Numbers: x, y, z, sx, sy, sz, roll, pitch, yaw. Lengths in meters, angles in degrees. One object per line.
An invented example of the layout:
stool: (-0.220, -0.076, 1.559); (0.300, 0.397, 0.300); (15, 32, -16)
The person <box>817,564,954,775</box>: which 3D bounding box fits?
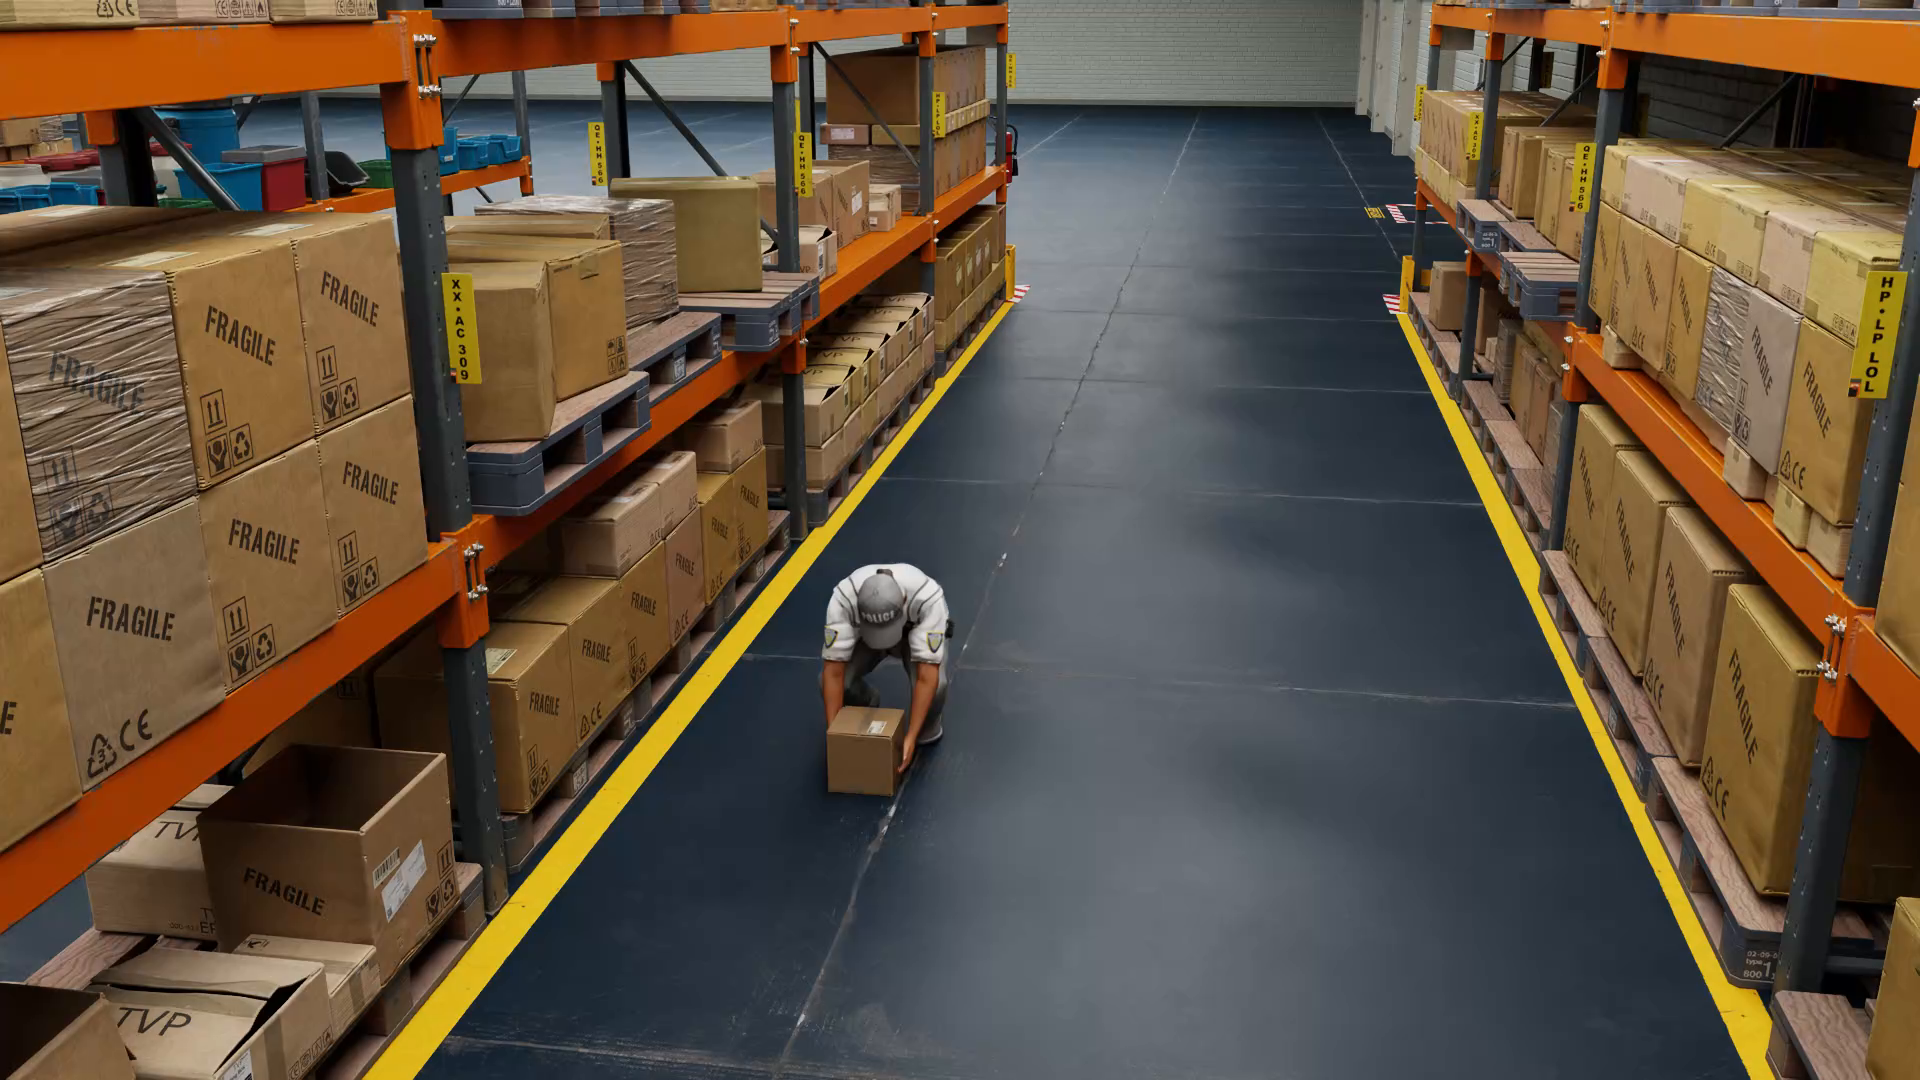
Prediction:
person: (-0.288, 0.426, 6.599); (0.524, 0.837, 0.867); (3, 18, 10)
